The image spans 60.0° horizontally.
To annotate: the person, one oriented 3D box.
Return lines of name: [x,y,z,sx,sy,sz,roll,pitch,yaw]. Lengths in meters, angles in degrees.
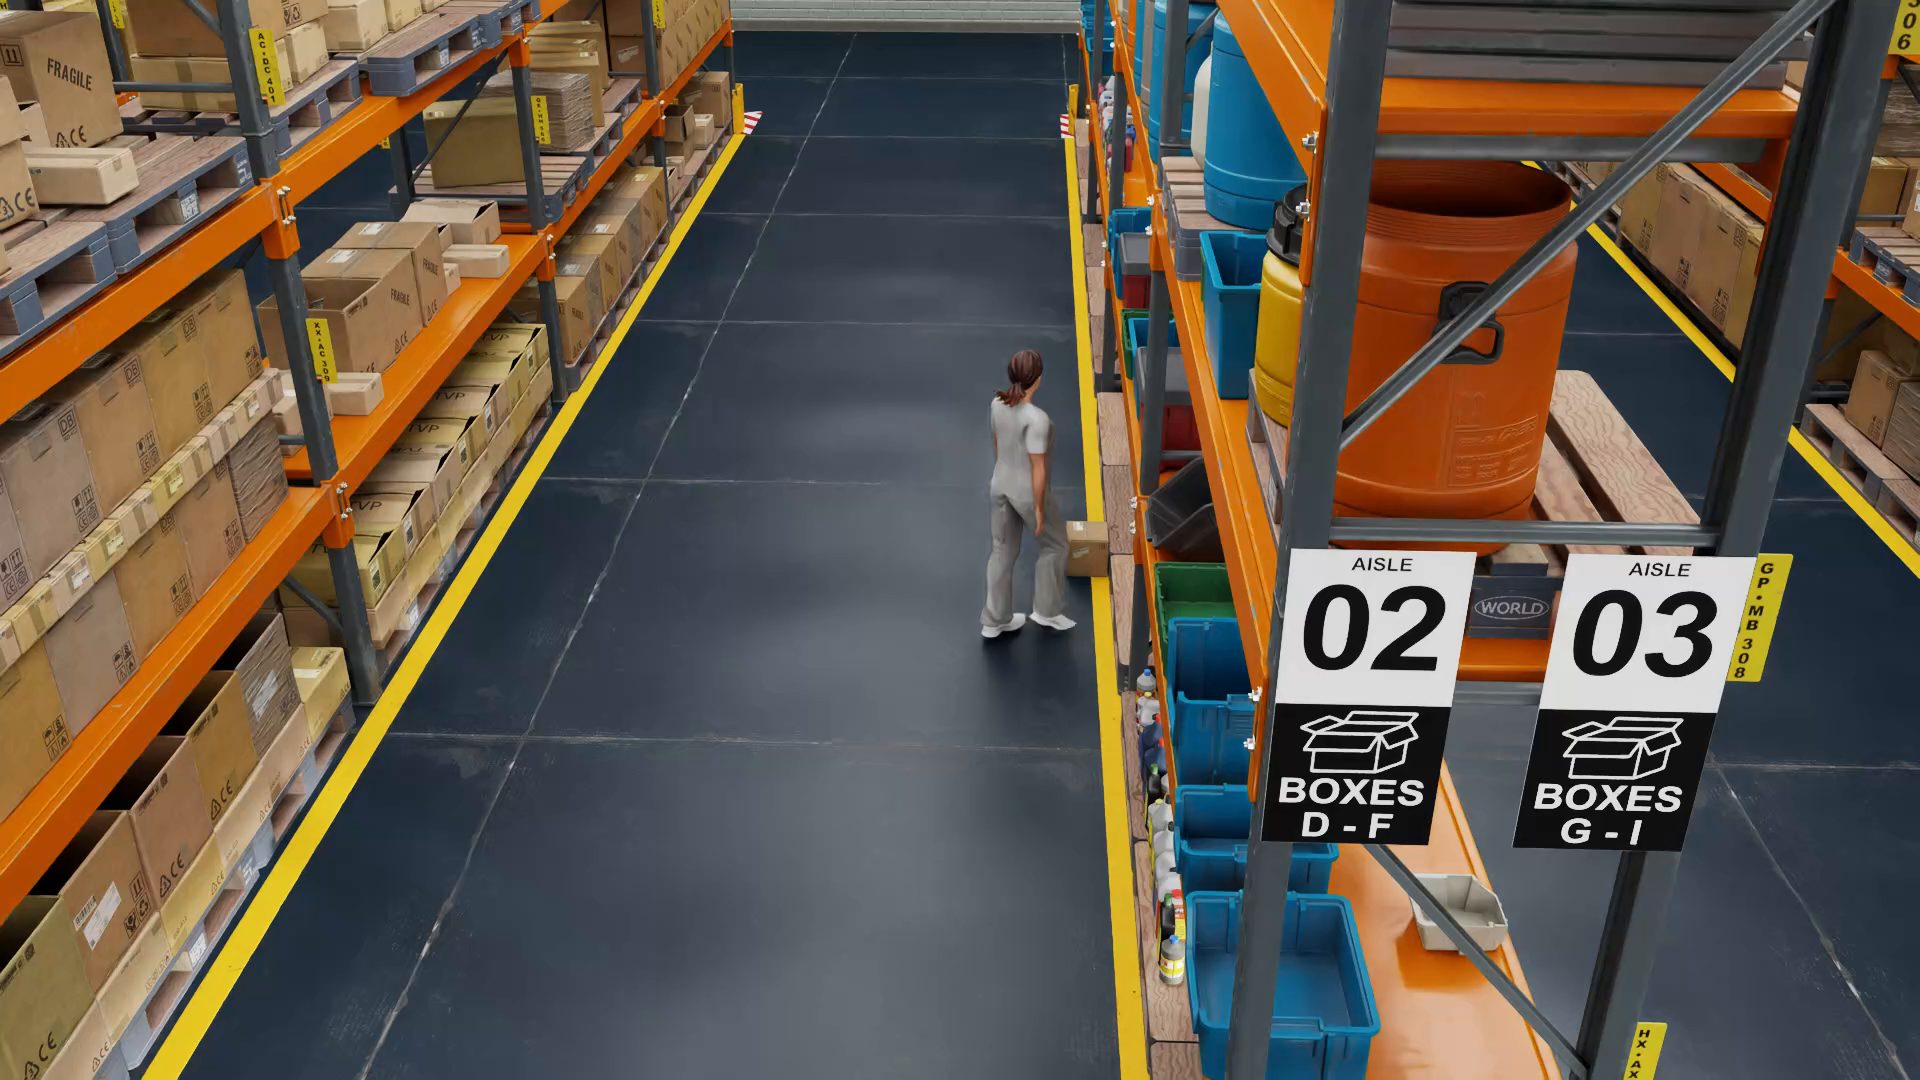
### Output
person: [0.353,-0.225,9.083,0.557,1.727,0.489,-24,36,-37]
